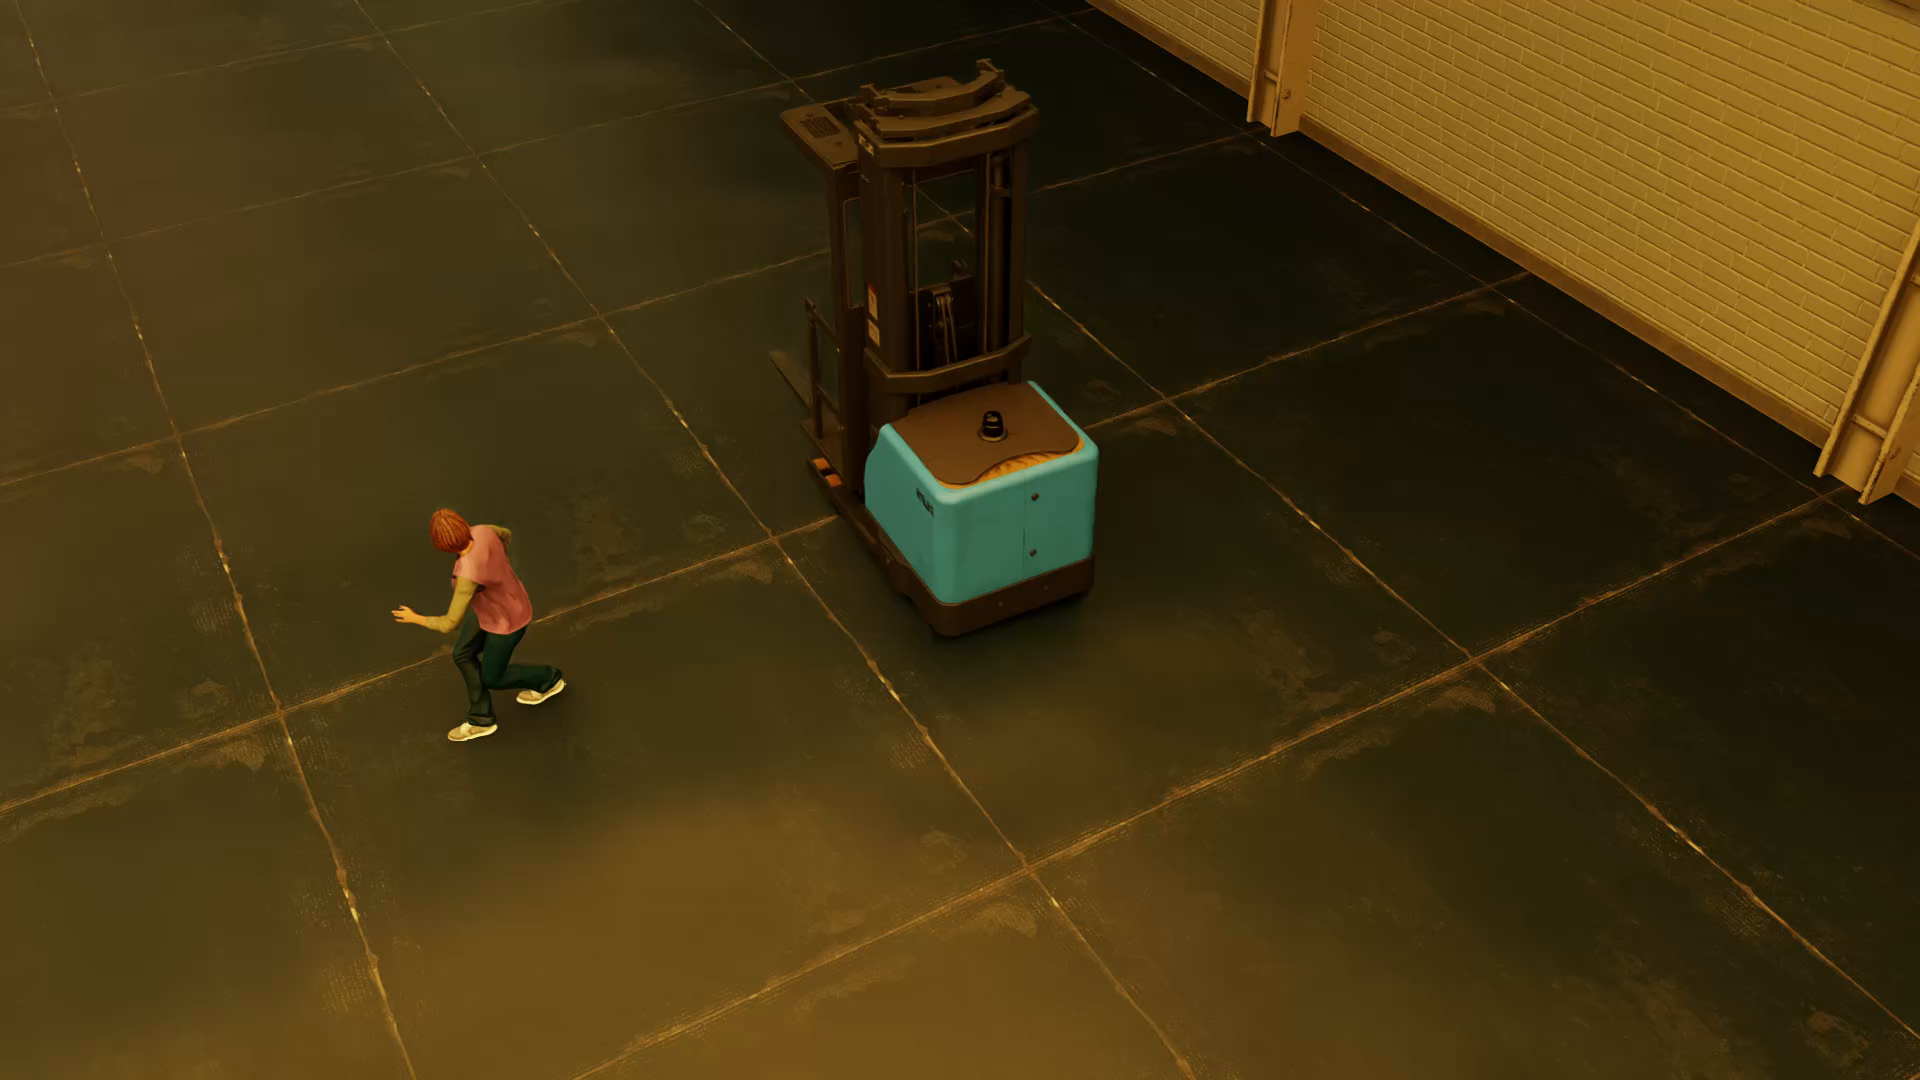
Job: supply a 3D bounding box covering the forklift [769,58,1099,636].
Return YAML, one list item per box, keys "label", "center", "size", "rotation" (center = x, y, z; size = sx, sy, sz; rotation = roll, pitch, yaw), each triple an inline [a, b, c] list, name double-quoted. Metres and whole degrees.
- label: "forklift"
  center: [-0.333, -1.506, 9.852]
  size: [1.130, 2.935, 3.031]
  rotation: [-18, 43, -21]

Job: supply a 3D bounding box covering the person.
- label: "person"
  center: [-2.569, 0.366, 8.761]
  size: [0.764, 1.482, 0.704]
  rotation: [-11, 41, -13]
